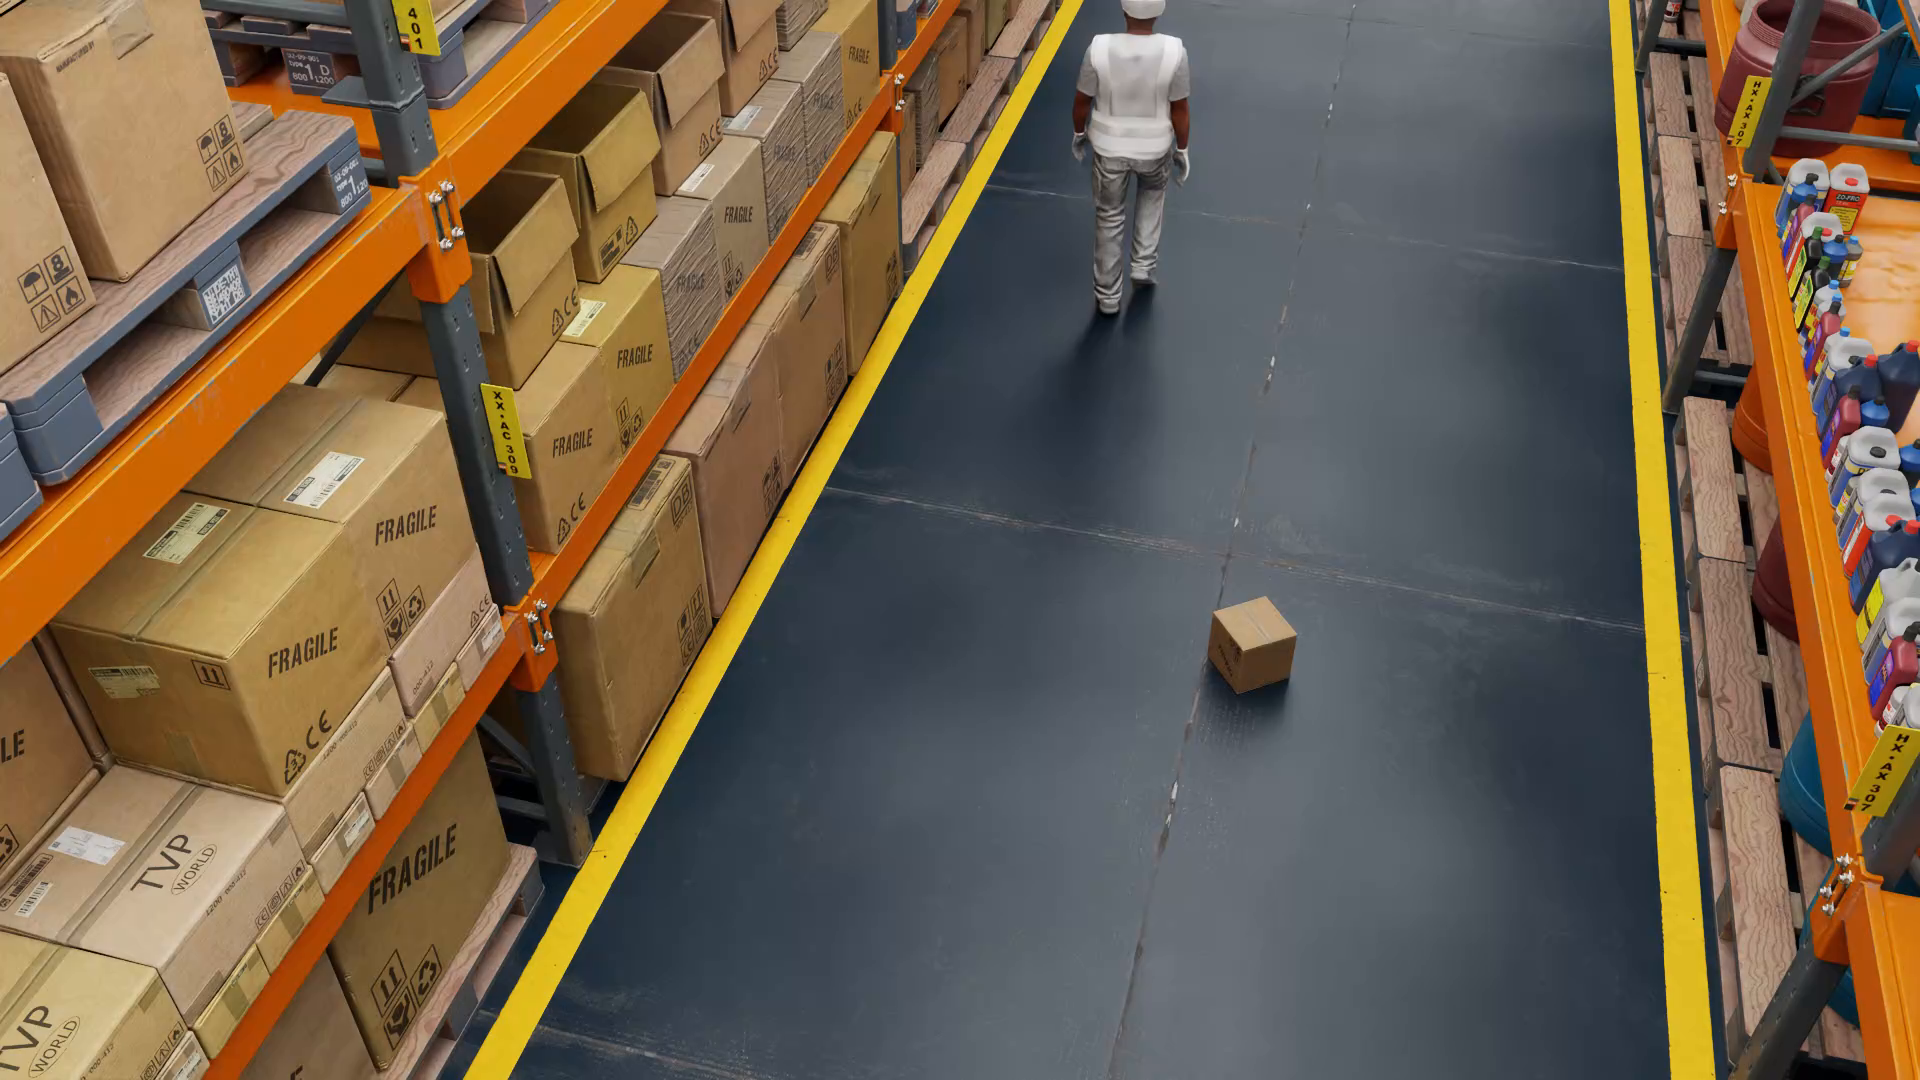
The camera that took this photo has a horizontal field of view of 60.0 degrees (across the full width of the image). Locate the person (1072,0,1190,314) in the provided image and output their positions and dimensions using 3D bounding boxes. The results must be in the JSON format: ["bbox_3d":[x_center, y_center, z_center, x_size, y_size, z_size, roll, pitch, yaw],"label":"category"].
[{"bbox_3d":[0.867,-2.005,8.478,0.602,1.836,0.505,2,41,2],"label":"person"}]
